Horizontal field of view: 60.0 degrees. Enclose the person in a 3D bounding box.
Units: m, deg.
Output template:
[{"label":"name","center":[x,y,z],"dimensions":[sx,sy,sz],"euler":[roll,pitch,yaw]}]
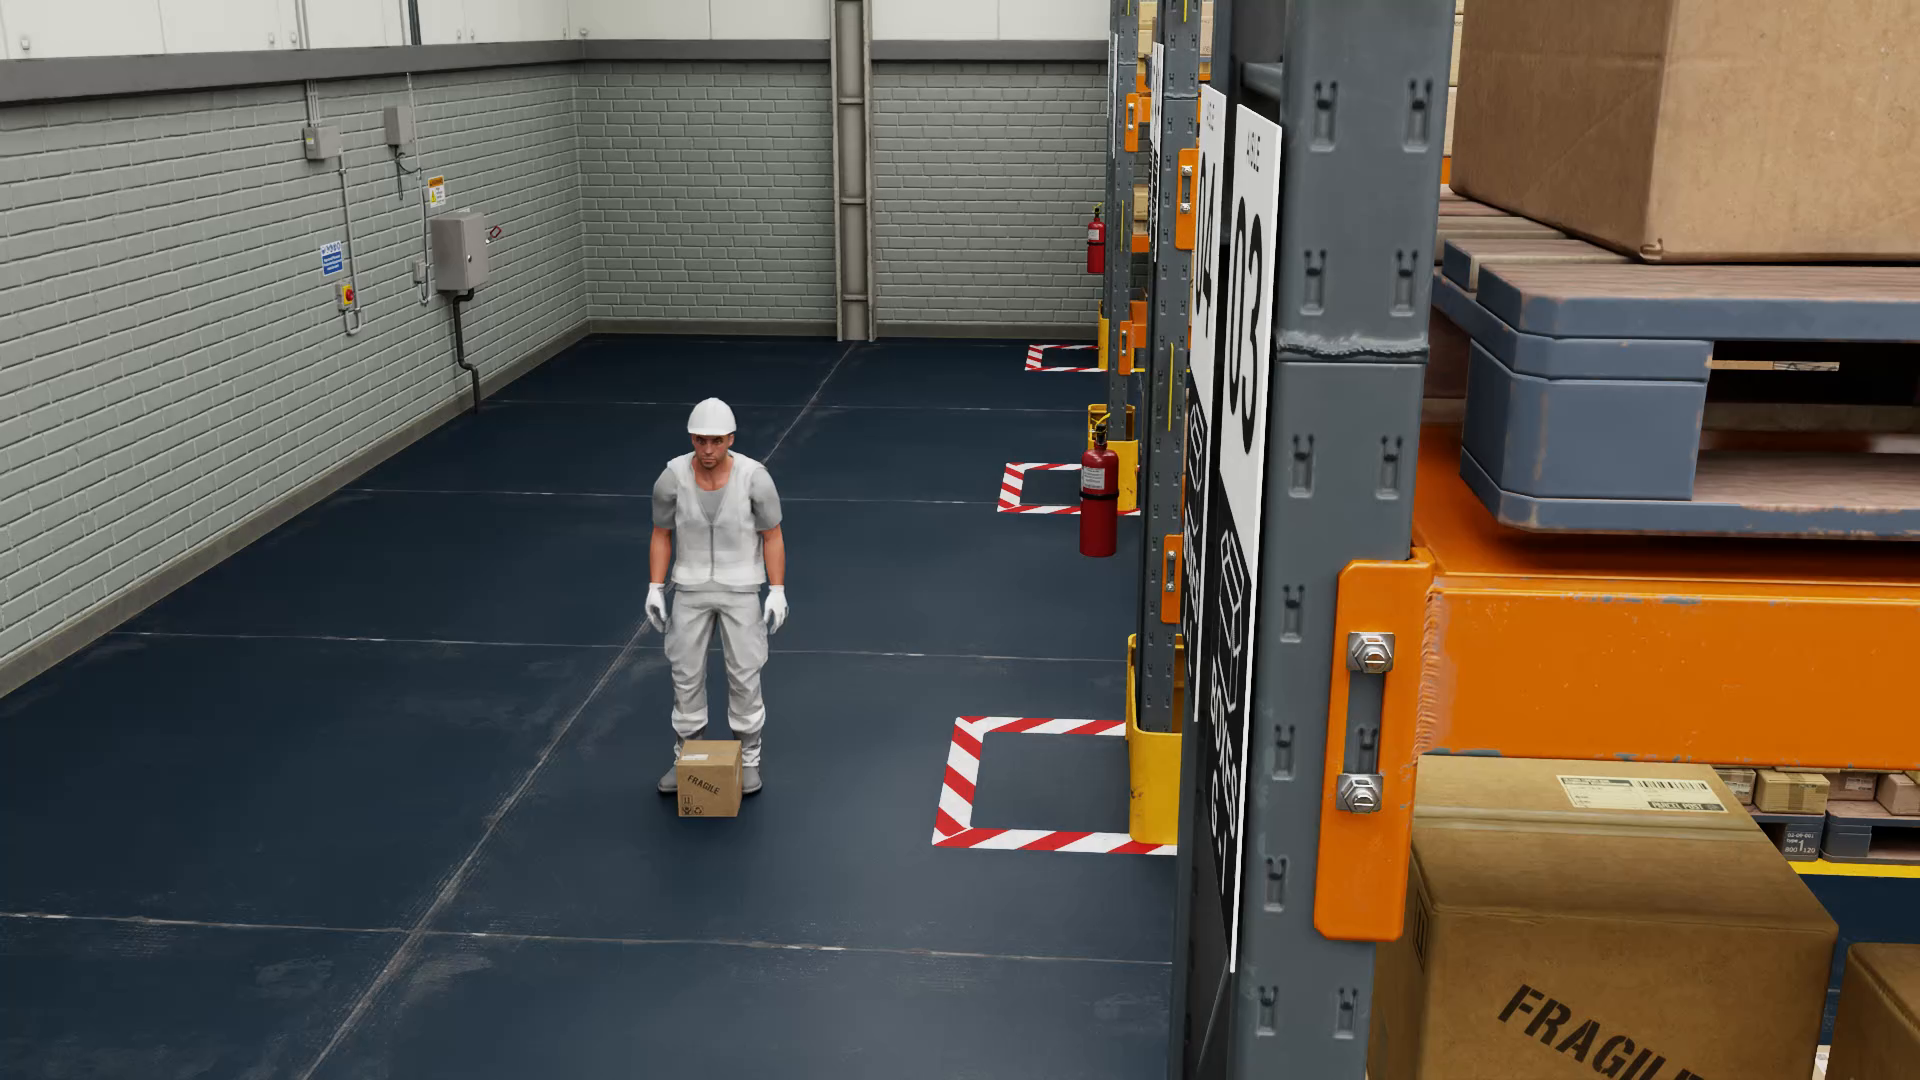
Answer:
[{"label":"person","center":[-1.057,0.245,7.240],"dimensions":[0.623,1.778,0.446],"euler":[1,17,2]}]
